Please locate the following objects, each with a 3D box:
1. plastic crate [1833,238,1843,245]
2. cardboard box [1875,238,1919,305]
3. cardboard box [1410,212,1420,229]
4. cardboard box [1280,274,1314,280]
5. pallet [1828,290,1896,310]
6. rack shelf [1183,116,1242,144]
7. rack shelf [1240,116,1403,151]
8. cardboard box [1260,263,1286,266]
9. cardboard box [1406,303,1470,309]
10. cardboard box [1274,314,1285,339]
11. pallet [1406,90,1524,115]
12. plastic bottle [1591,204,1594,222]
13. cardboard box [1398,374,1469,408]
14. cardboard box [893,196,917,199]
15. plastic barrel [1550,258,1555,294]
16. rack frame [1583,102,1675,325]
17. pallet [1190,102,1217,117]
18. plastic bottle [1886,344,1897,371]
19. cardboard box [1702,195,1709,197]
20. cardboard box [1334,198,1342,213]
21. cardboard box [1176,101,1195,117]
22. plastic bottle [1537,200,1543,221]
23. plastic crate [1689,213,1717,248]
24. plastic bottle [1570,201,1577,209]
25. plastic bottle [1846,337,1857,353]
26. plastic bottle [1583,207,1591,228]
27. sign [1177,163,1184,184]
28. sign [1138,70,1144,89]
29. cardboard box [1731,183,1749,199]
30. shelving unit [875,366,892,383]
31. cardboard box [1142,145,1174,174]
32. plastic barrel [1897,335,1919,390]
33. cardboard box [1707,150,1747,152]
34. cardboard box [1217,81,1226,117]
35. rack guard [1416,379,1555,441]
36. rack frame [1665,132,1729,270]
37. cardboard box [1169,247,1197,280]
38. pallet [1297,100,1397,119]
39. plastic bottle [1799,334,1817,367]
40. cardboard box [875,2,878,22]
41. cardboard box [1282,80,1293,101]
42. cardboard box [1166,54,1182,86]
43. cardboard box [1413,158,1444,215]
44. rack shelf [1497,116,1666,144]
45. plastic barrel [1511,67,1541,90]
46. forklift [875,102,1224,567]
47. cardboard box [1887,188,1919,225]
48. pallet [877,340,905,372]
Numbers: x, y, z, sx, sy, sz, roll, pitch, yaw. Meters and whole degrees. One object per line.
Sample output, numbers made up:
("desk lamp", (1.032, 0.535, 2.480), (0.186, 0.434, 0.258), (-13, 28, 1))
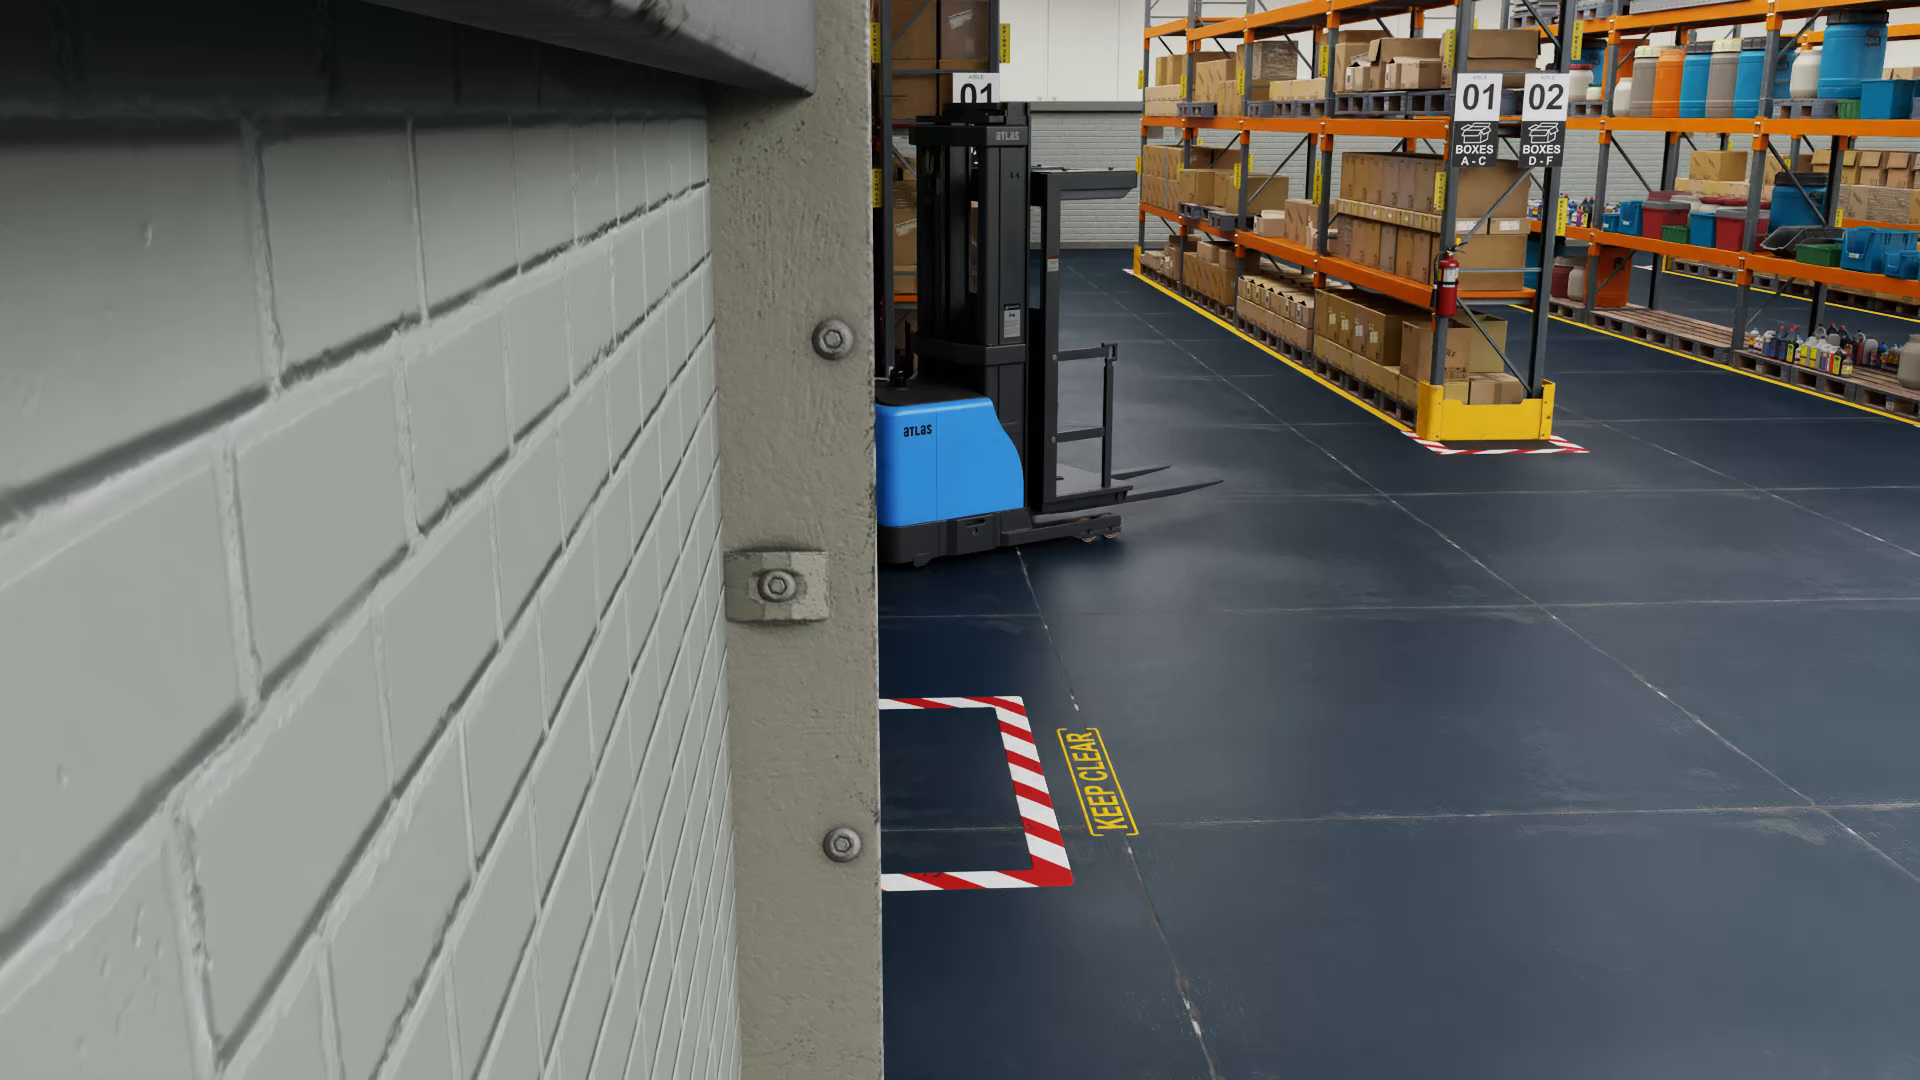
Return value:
("plastic crate", (9.813, -3.132, 17.978), (0.499, 0.251, 0.616), (-1, 14, -3))
("cardboard box", (14.147, -3.893, 24.057), (1.225, 0.875, 0.875), (-2, 15, -6))
("cardboard box", (4.517, -3.051, 15.861), (0.380, 0.149, 0.250), (-1, 14, -3))
("cardboard box", (4.560, -3.411, 22.314), (0.500, 0.311, 0.500), (-1, 14, -2))
("pallet", (14.123, -3.696, 25.467), (1.003, 0.211, 1.213), (-1, 14, -3))
("rack shelf", (4.158, -5.996, 24.234), (1.077, 0.370, 4.000), (-1, 14, -3))
("rack shelf", (4.406, -5.001, 20.368), (1.077, 0.370, 4.000), (-1, 14, -3))
("cardboard box", (4.475, -3.769, 24.290), (0.500, 0.500, 0.500), (-1, 14, -4))
("cardboard box", (4.876, -2.149, 17.031), (0.500, 0.500, 0.500), (-1, 14, -3))
("cardboard box", (4.153, -2.623, 20.376), (0.500, 0.250, 0.500), (-1, 14, -2))
("pallet", (4.760, -3.991, 15.175), (1.003, 0.211, 1.213), (-1, 14, -3))
("plastic bottle", (9.436, -4.867, 24.673), (0.152, 0.276, 0.135), (-1, 14, -3))
("cardboard box", (4.449, -1.405, 15.644), (0.500, 0.250, 0.500), (-1, 14, -3))
("cardboard box", (-0.497, -3.121, 16.391), (0.500, 0.500, 0.500), (-1, 14, -3))
("plastic barrel", (8.984, -4.010, 25.241), (0.421, 0.512, 0.421), (0, 14, 0))
("rack frame", (9.226, -4.470, 22.879), (1.000, 3.000, 0.127), (-1, 14, -3))
("pallet", (4.072, -6.330, 24.465), (1.213, 0.211, 1.003), (-1, 14, -3))
("plastic bottle", (9.893, -1.938, 17.631), (0.097, 0.271, 0.097), (0, 14, 0))
("cardboard box", (13.432, -6.065, 29.584), (0.380, 0.149, 0.250), (-1, 14, -5))
("cardboard box", (4.353, -3.692, 18.354), (0.380, 0.149, 0.250), (-1, 14, -4))
("cardboard box", (3.738, -6.886, 26.551), (0.500, 0.250, 0.500), (-1, 14, -3))
("plastic bottle", (8.716, -4.944, 24.819), (0.144, 0.351, 0.185), (-1, 14, -3))
("plastic crate", (9.095, -3.737, 20.062), (0.392, 0.384, 0.575), (-1, 14, -3))
("plastic bottle", (9.278, -4.995, 25.180), (0.097, 0.271, 0.097), (0, 14, 0))
("plastic bottle", (9.733, -2.081, 18.162), (0.061, 0.283, 0.133), (-1, 14, -3))
("plastic bottle", (8.775, -4.507, 23.259), (0.061, 0.283, 0.133), (-1, 14, -3))
("sign", (3.493, -5.798, 26.304), (0.100, 0.325, 0.005), (-1, 14, -3))
("sign", (3.245, -8.251, 29.803), (0.100, 0.325, 0.005), (-1, 14, -3))
("cardboard box", (13.566, -5.974, 28.429), (0.500, 0.250, 0.500), (-1, 14, -2))
("shelving unit", (-0.672, -0.543, 11.206), (0.258, 1.200, 0.503), (7, 16, 37))
("cardboard box", (3.551, -6.802, 29.736), (0.500, 0.500, 0.500), (0, 14, -2))
("plastic barrel", (9.573, -1.766, 16.520), (0.421, 0.512, 0.421), (0, 14, 0))
("cardboard box", (13.966, -6.853, 30.342), (0.500, 0.500, 0.500), (-1, 14, -3))
("cardboard box", (4.157, -6.260, 23.614), (0.910, 0.500, 0.500), (-1, 14, -3))
("rack guard", (4.779, -1.188, 15.141), (1.175, 0.500, 0.348), (-1, 14, -3))
("rack frame", (13.674, -6.536, 30.909), (1.000, 3.000, 0.127), (-1, 14, -3))
("cardboard box", (3.716, -4.529, 27.242), (0.500, 0.500, 0.500), (-1, 14, -3))
("pallet", (4.462, -4.979, 19.221), (0.805, 0.209, 1.217), (-1, 15, -6))
("plastic bottle", (9.148, -2.045, 17.889), (0.144, 0.351, 0.185), (-1, 14, -4))
("cardboard box", (-0.499, -4.561, 14.966), (0.500, 0.500, 0.500), (0, 14, 0))
("cardboard box", (4.417, -5.736, 21.237), (0.500, 0.250, 0.500), (0, 14, -2))
("cardboard box", (3.856, -7.868, 27.858), (0.700, 0.500, 0.500), (-1, 14, -3))
("cardboard box", (4.720, -3.342, 15.690), (0.700, 0.500, 0.500), (-1, 14, -5))
("rack shelf", (9.102, -6.072, 24.528), (1.077, 0.370, 4.000), (-1, 14, -3))
("plastic barrel", (8.761, -7.052, 25.779), (0.433, 0.535, 0.433), (0, 14, 0))
("forklift", (0.518, -1.506, 11.496), (3.031, 2.935, 1.130), (-9, 17, -33))
("cardboard box", (13.866, -4.838, 24.108), (0.500, 0.500, 0.500), (-1, 14, -4))
("pallet", (-0.464, -2.165, 19.518), (1.003, 0.211, 1.213), (-1, 14, -3))
